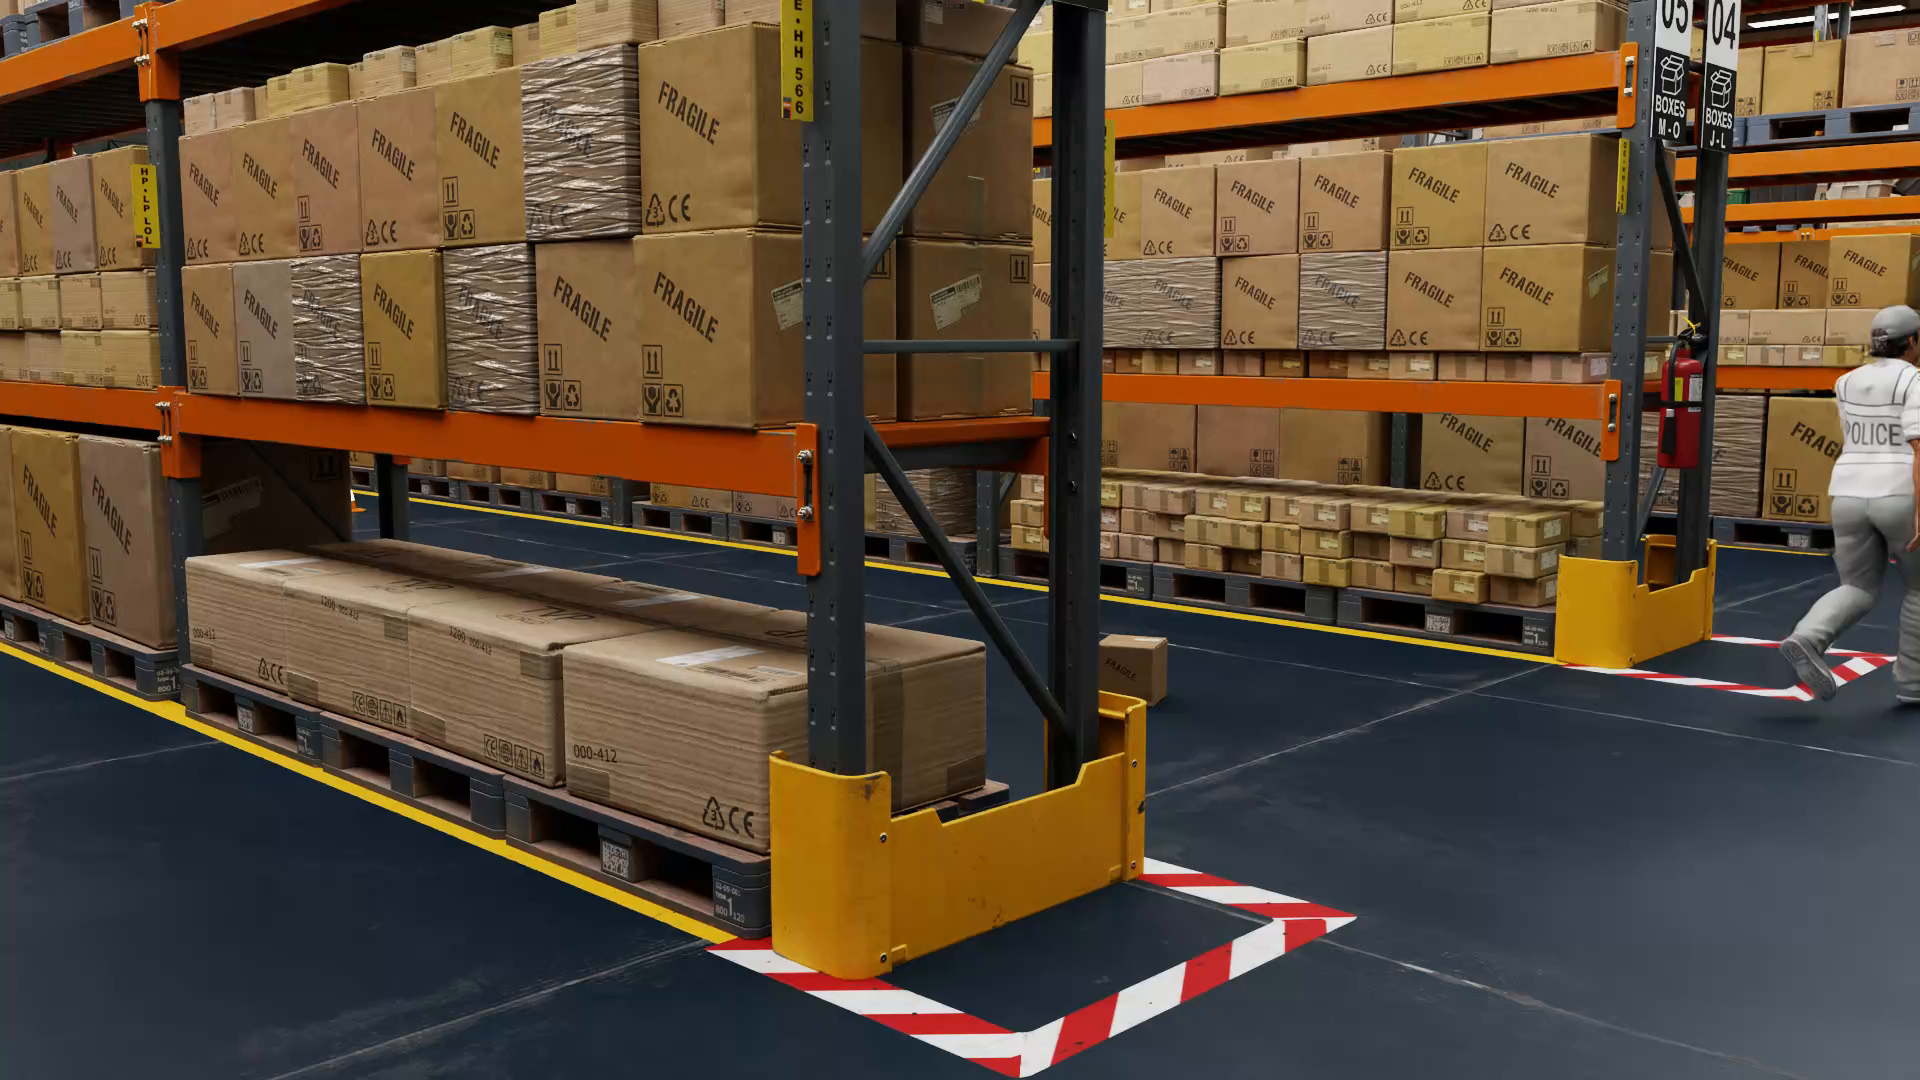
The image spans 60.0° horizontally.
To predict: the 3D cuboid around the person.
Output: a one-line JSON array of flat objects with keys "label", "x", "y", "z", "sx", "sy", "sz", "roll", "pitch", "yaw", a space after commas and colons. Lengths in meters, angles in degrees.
[{"label": "person", "x": 3.778, "y": -0.137, "z": 6.803, "sx": 0.747, "sy": 1.631, "sz": 0.494, "roll": -4, "pitch": 8, "yaw": -27}]
